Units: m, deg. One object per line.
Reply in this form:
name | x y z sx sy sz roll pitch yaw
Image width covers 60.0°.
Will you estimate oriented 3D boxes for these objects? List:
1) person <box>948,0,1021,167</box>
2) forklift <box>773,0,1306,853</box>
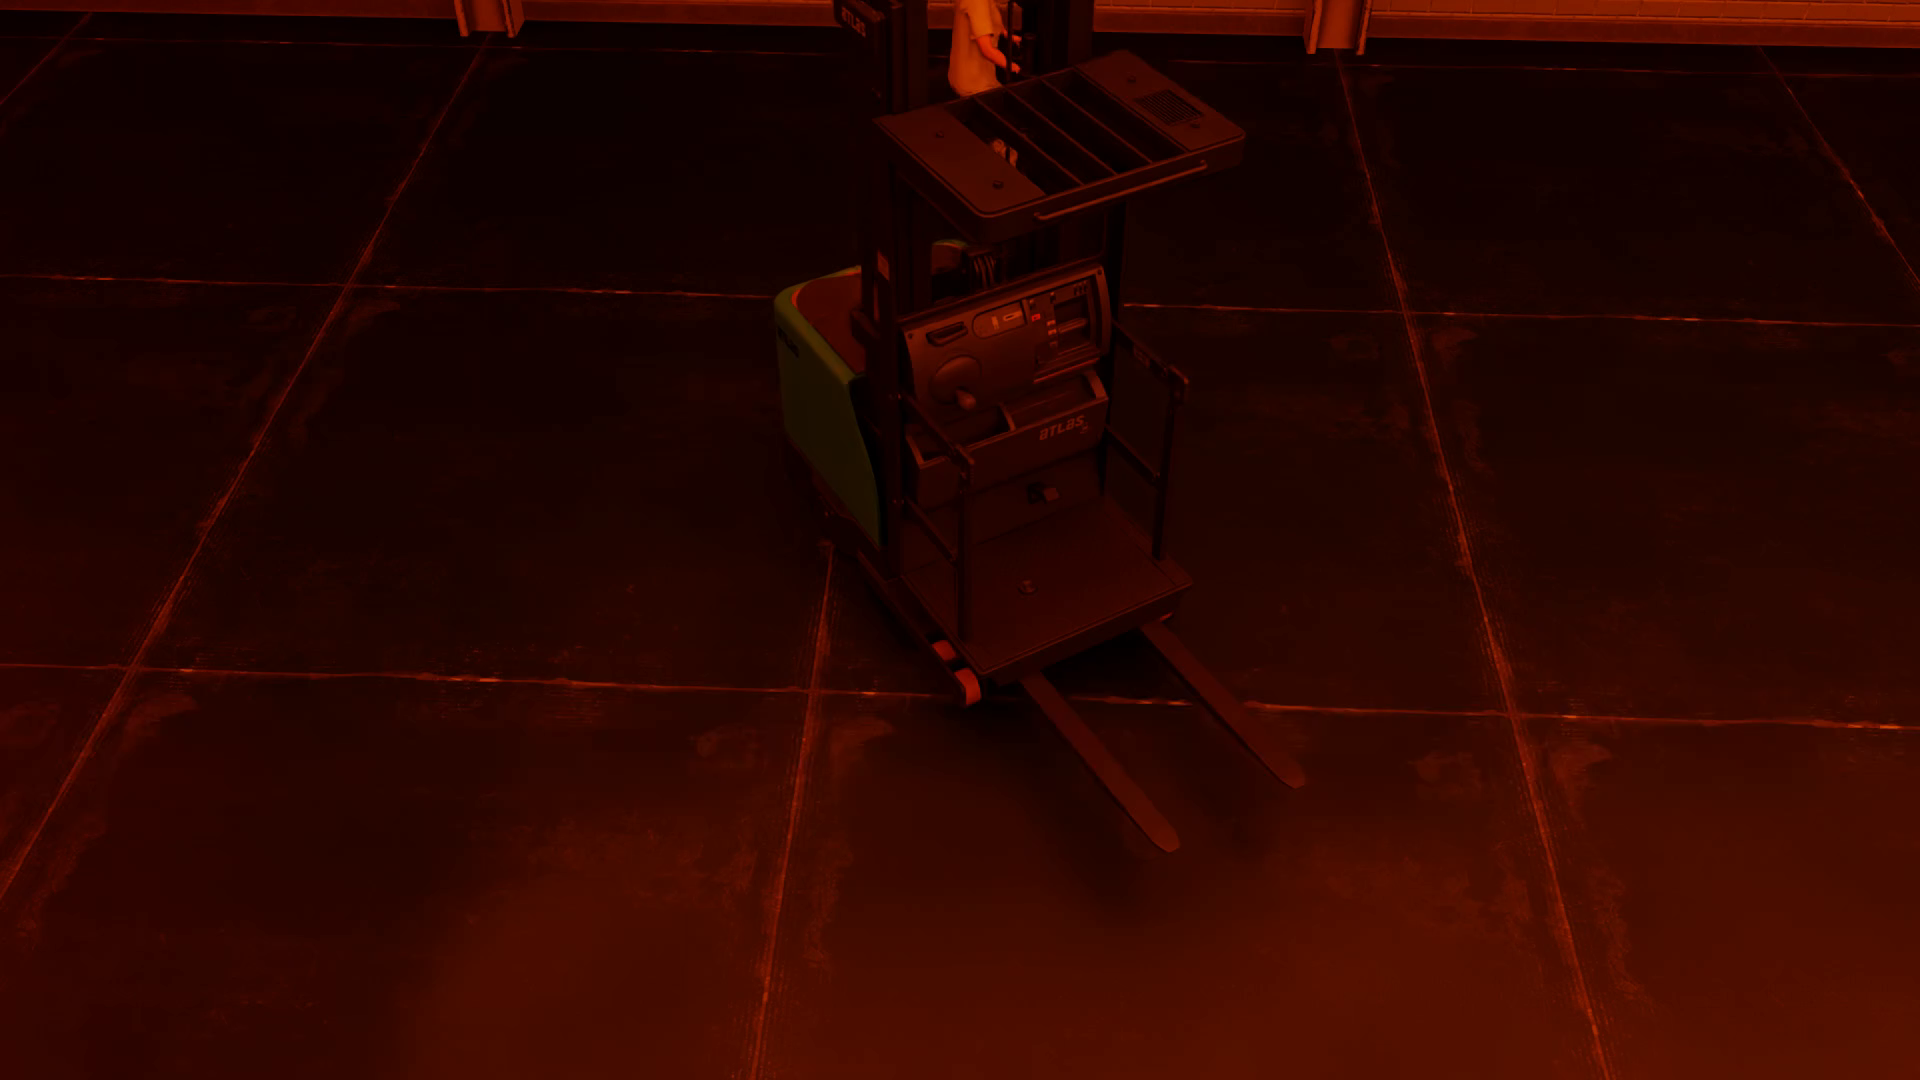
person | 0.207 -2.710 9.723 0.566 1.623 0.674 -12 44 -13
forklift | 0.310 -0.728 6.539 1.130 2.935 3.031 -22 47 -22
